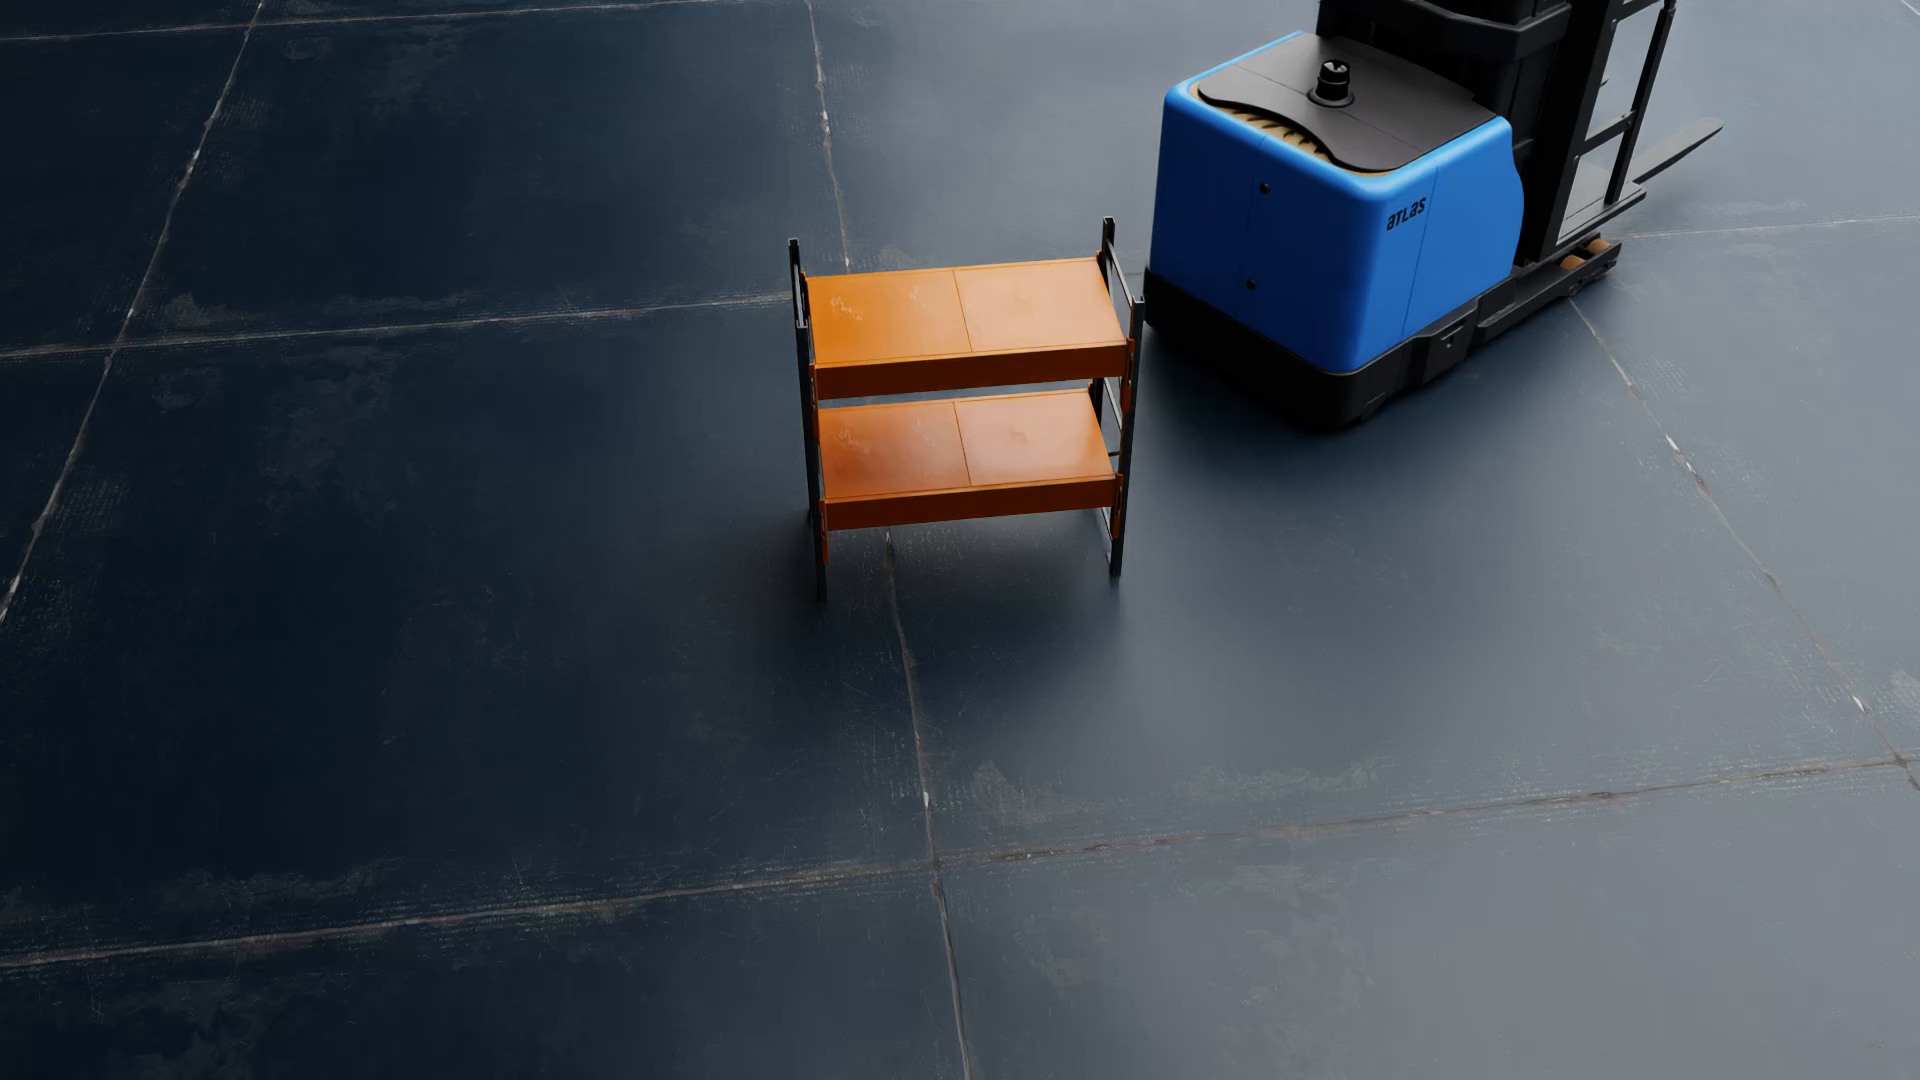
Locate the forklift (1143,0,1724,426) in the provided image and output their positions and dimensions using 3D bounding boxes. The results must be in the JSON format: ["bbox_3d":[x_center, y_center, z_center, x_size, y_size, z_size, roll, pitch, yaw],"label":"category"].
[{"bbox_3d":[2.185,-2.363,6.325,3.031,2.935,1.130,-30,50,-29],"label":"forklift"}]

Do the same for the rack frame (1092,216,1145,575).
[{"bbox_3d":[0.511,-0.462,5.566,0.032,1.125,0.500,-5,42,-6],"label":"rack frame"}]

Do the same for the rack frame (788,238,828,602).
[{"bbox_3d":[-0.497,-0.374,5.469,0.032,1.125,0.500,-5,42,-6],"label":"rack frame"}]

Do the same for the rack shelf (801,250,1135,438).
[{"bbox_3d":[0.007,-0.636,5.322,1.000,0.278,0.538,-5,42,-6],"label":"rack shelf"}]

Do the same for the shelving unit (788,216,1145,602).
[{"bbox_3d":[0.007,-0.418,5.518,1.048,1.125,0.538,-5,42,-6],"label":"shelving unit"}]

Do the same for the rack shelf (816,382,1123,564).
[{"bbox_3d":[0.007,-0.237,5.681,1.000,0.278,0.538,-5,42,-6],"label":"rack shelf"}]
